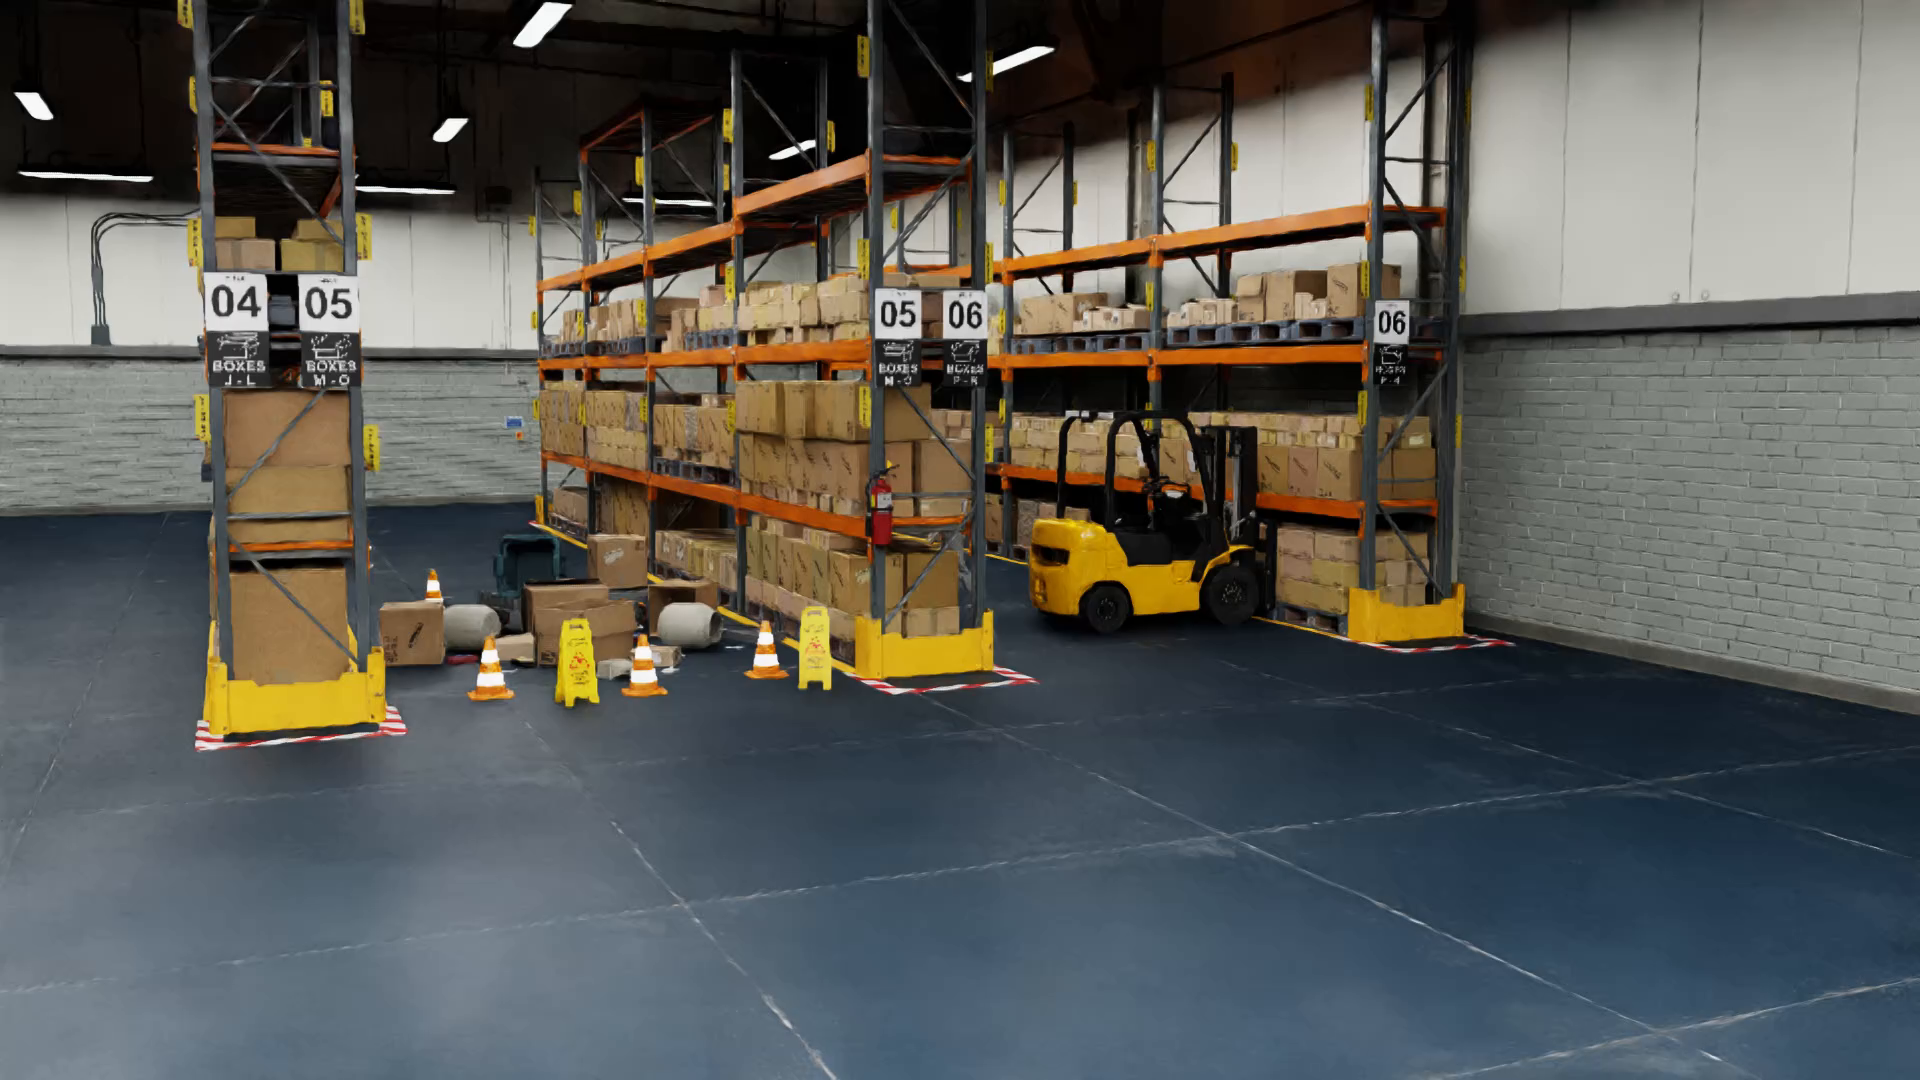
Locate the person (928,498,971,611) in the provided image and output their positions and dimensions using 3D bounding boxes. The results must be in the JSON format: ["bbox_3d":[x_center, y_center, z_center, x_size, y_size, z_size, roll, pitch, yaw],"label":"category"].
[{"bbox_3d":[-0.087,-0.056,17.681,0.671,1.639,0.516,0,5,-1],"label":"person"}]
